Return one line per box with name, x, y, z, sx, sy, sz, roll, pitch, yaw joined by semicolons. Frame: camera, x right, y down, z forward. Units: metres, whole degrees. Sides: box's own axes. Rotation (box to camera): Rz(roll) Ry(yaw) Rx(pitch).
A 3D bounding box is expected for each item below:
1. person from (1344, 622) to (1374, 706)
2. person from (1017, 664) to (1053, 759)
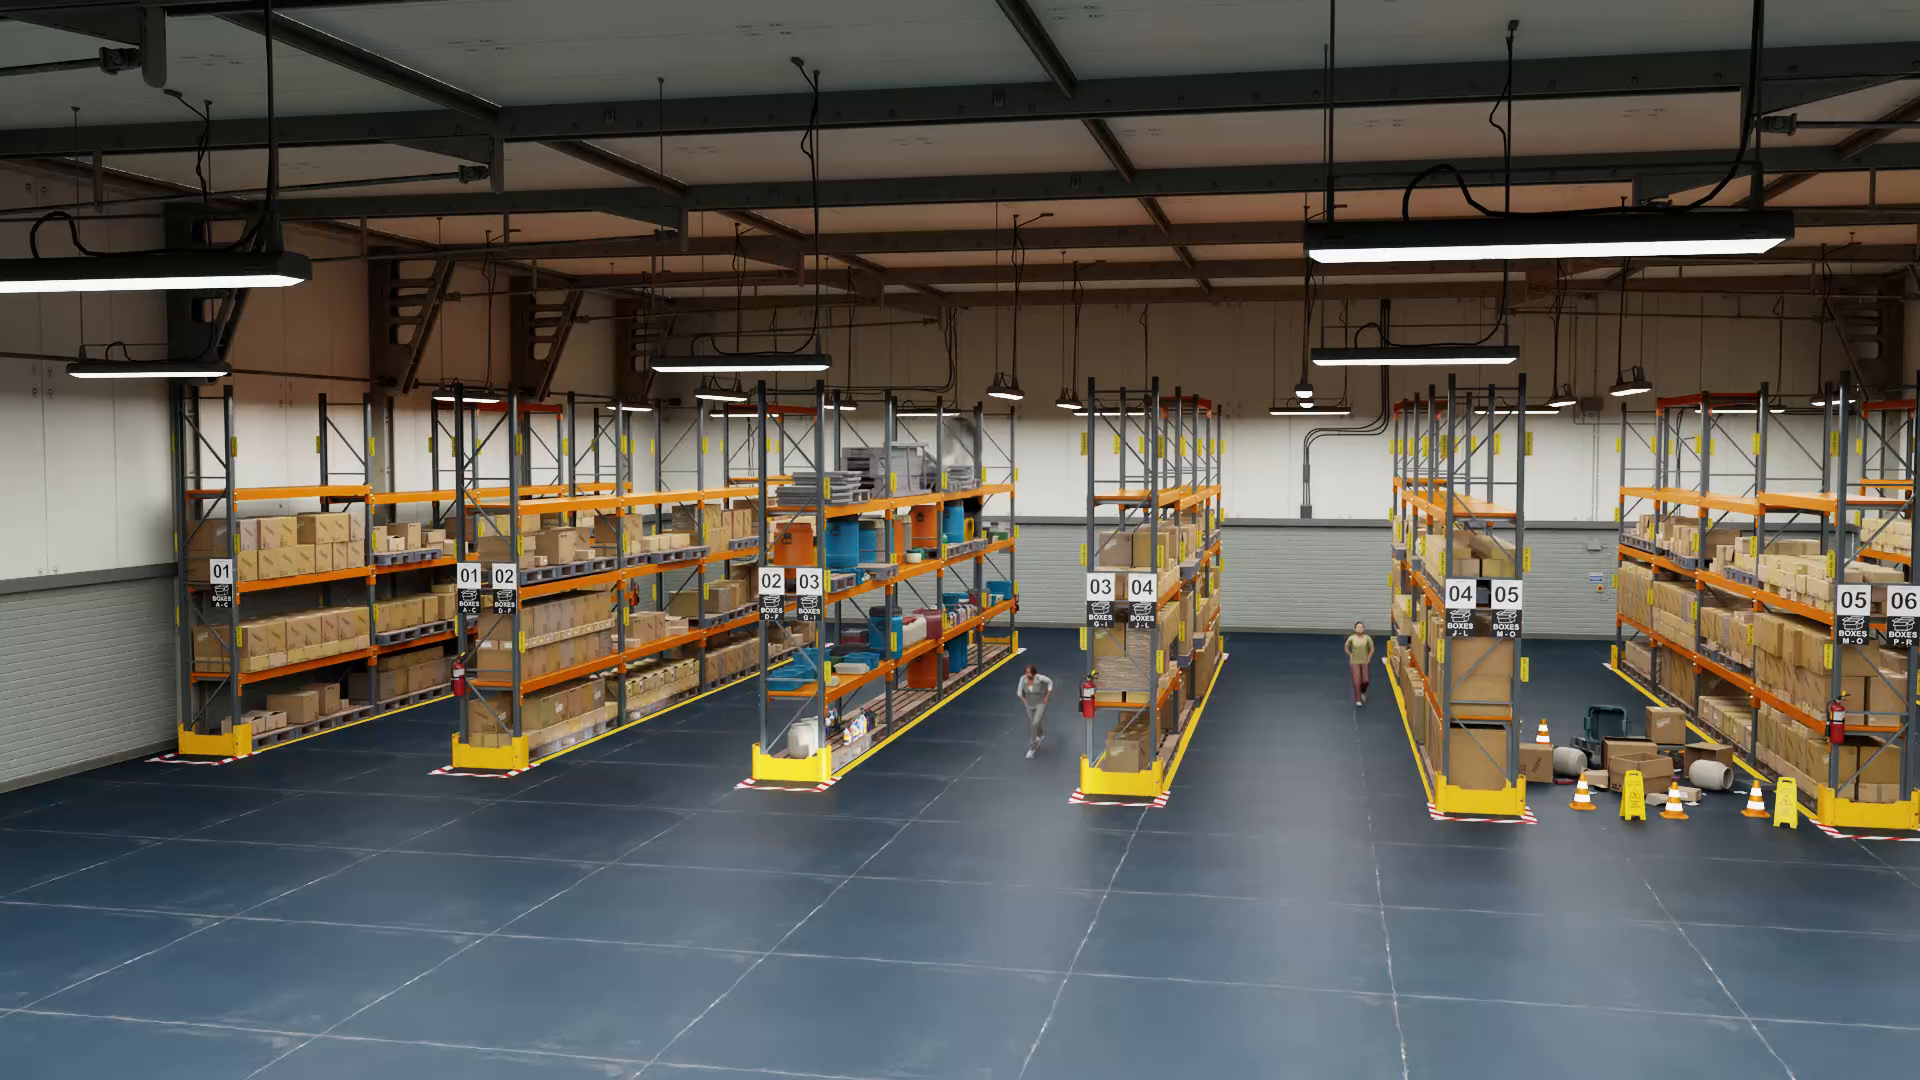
person;7.723;2.388;32.144;0.576;1.622;0.558;0;3;9
person;1.239;2.746;27.062;0.578;1.546;0.919;1;3;14
